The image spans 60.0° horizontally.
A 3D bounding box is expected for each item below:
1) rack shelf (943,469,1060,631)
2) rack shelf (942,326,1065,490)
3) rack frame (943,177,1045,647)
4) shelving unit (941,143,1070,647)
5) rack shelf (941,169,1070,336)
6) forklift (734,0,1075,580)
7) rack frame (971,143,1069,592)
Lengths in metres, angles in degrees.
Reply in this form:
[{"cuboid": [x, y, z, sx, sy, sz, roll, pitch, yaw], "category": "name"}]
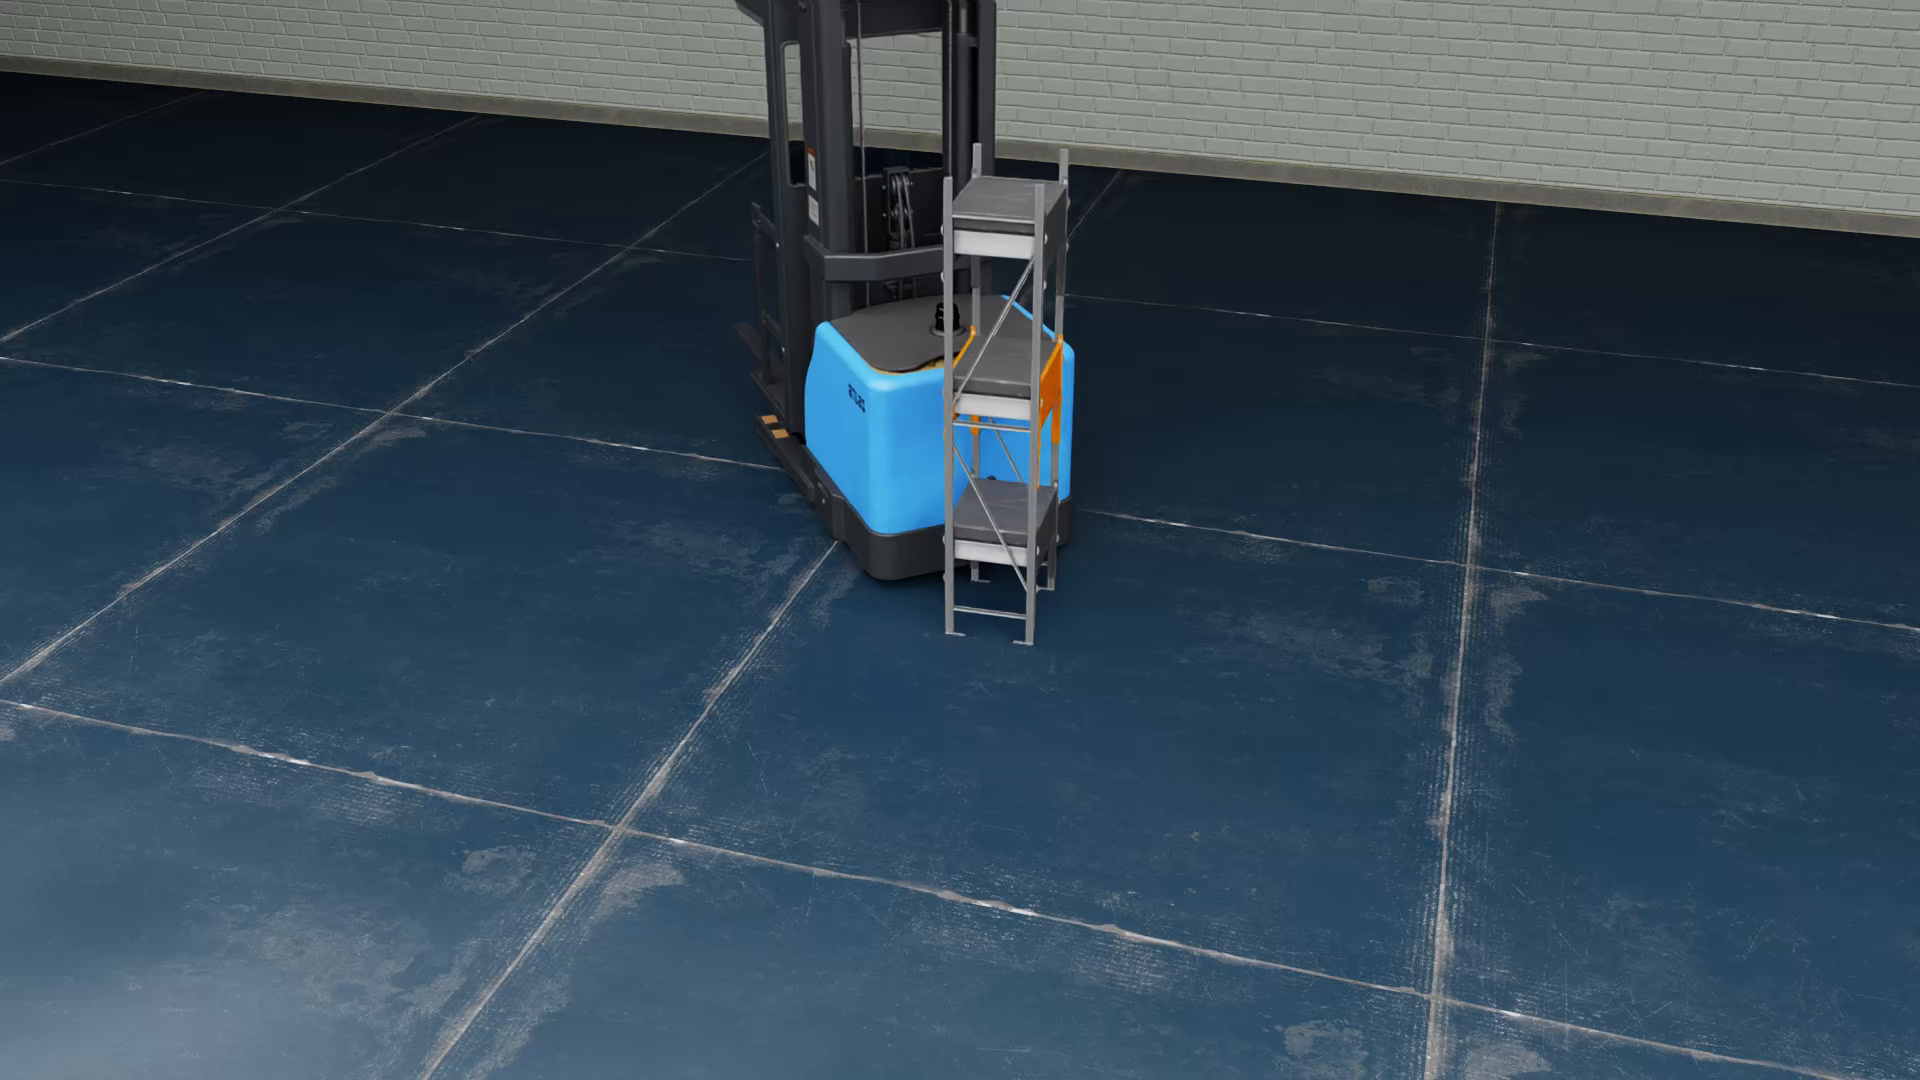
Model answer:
[{"cuboid": [0.190, 0.039, 7.488, 0.431, 0.518, 0.480, 7, 30, 12], "category": "rack shelf"}, {"cuboid": [0.190, -0.573, 7.148, 0.431, 0.518, 0.480, 7, 30, 12], "category": "rack shelf"}, {"cuboid": [0.131, -0.470, 6.934, 0.400, 2.100, 0.015, 7, 30, 12], "category": "rack frame"}, {"cuboid": [0.190, -0.585, 7.141, 0.431, 2.100, 0.503, 7, 30, 12], "category": "shelving unit"}, {"cuboid": [0.190, -1.185, 6.808, 0.431, 0.518, 0.480, 7, 30, 12], "category": "rack shelf"}, {"cuboid": [-0.487, -1.791, 8.454, 1.130, 2.935, 3.031, -11, 31, -20], "category": "forklift"}, {"cuboid": [0.249, -0.700, 7.348, 0.400, 2.100, 0.015, 7, 30, 12], "category": "rack frame"}]
